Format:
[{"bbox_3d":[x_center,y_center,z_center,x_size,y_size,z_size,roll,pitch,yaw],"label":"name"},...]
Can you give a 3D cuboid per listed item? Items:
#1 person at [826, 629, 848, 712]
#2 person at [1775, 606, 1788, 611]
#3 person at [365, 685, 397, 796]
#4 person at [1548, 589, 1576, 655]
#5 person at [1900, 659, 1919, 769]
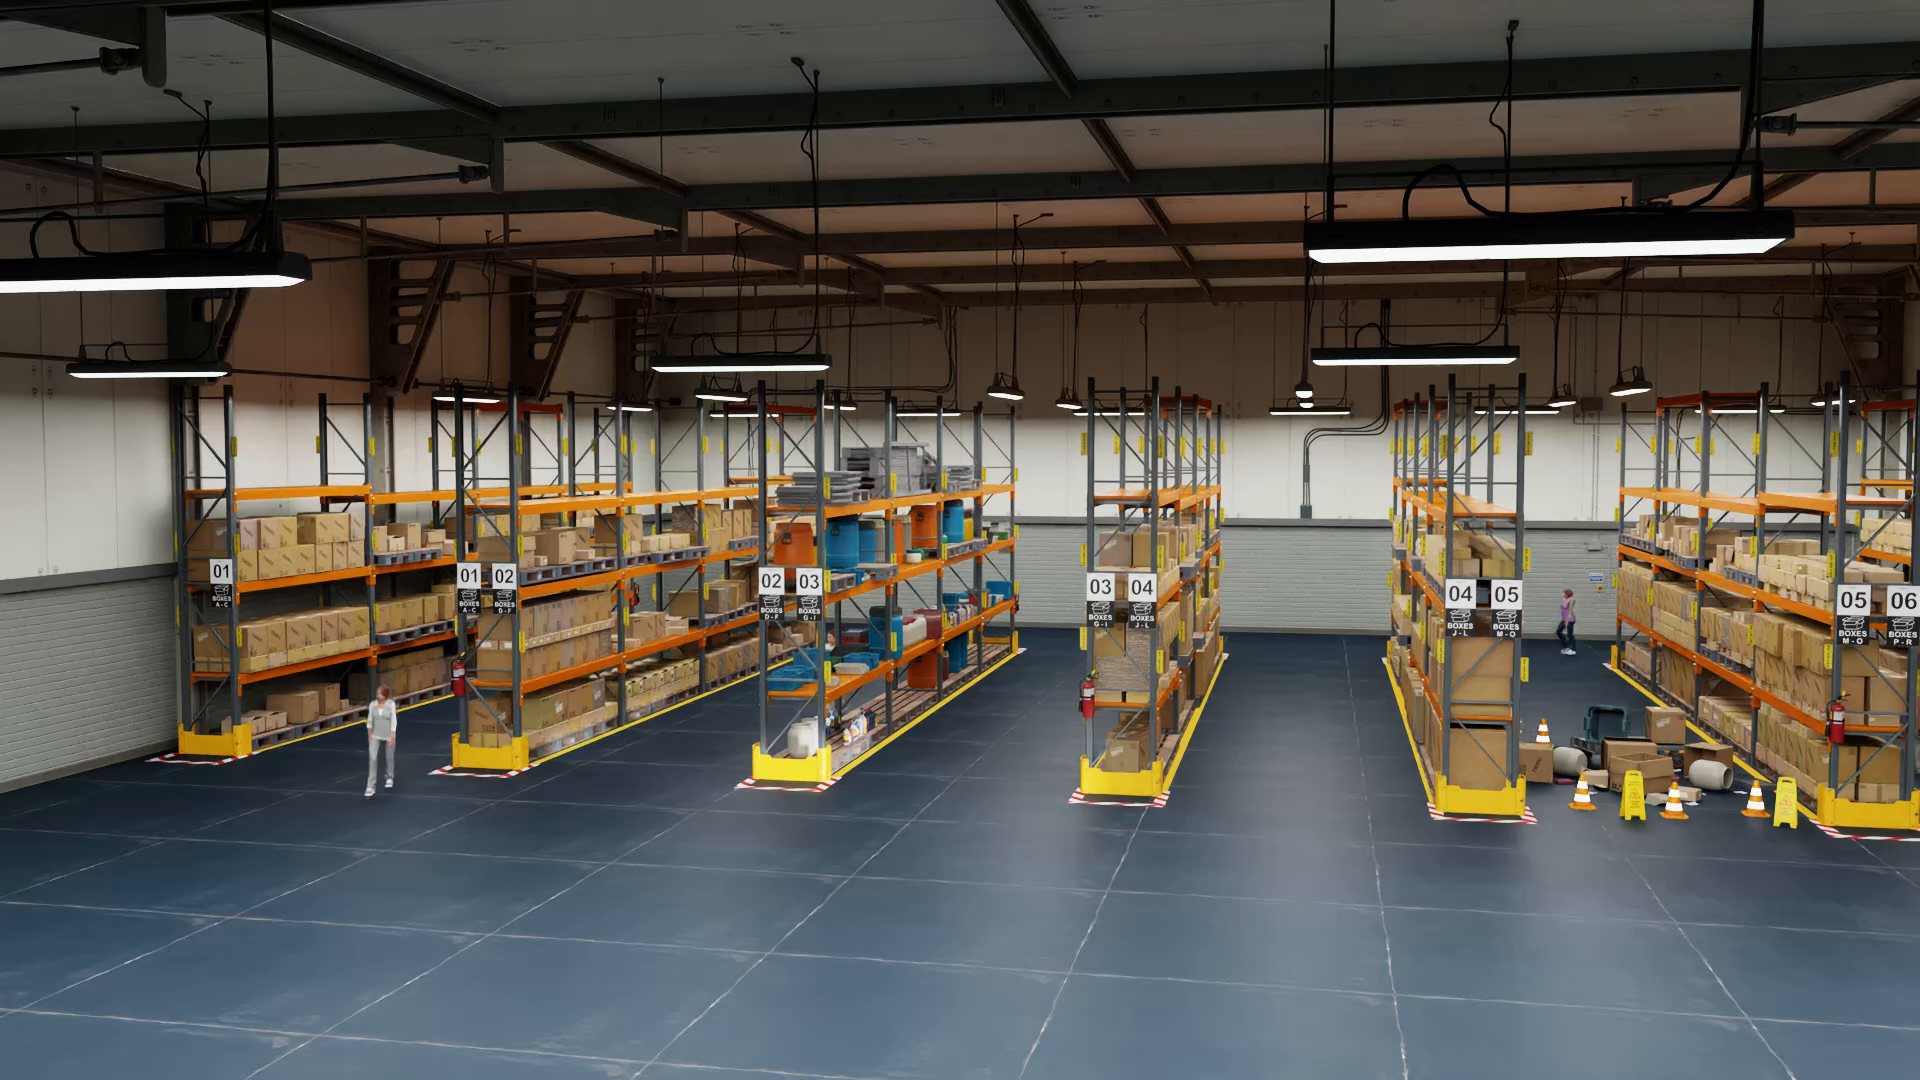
[{"bbox_3d":[-2.319,2.472,30.775,0.710,1.639,0.536,-2,4,-31],"label":"person"},{"bbox_3d":[18.791,2.024,37.883,0.822,1.700,0.545,1,3,10],"label":"person"},{"bbox_3d":[-8.379,2.865,24.023,0.471,1.535,0.937,-1,3,-22],"label":"person"},{"bbox_3d":[14.492,1.991,39.926,0.643,1.640,0.450,0,3,-7],"label":"person"},{"bbox_3d":[14.795,2.706,25.468,0.529,1.752,0.862,1,3,9],"label":"person"}]
